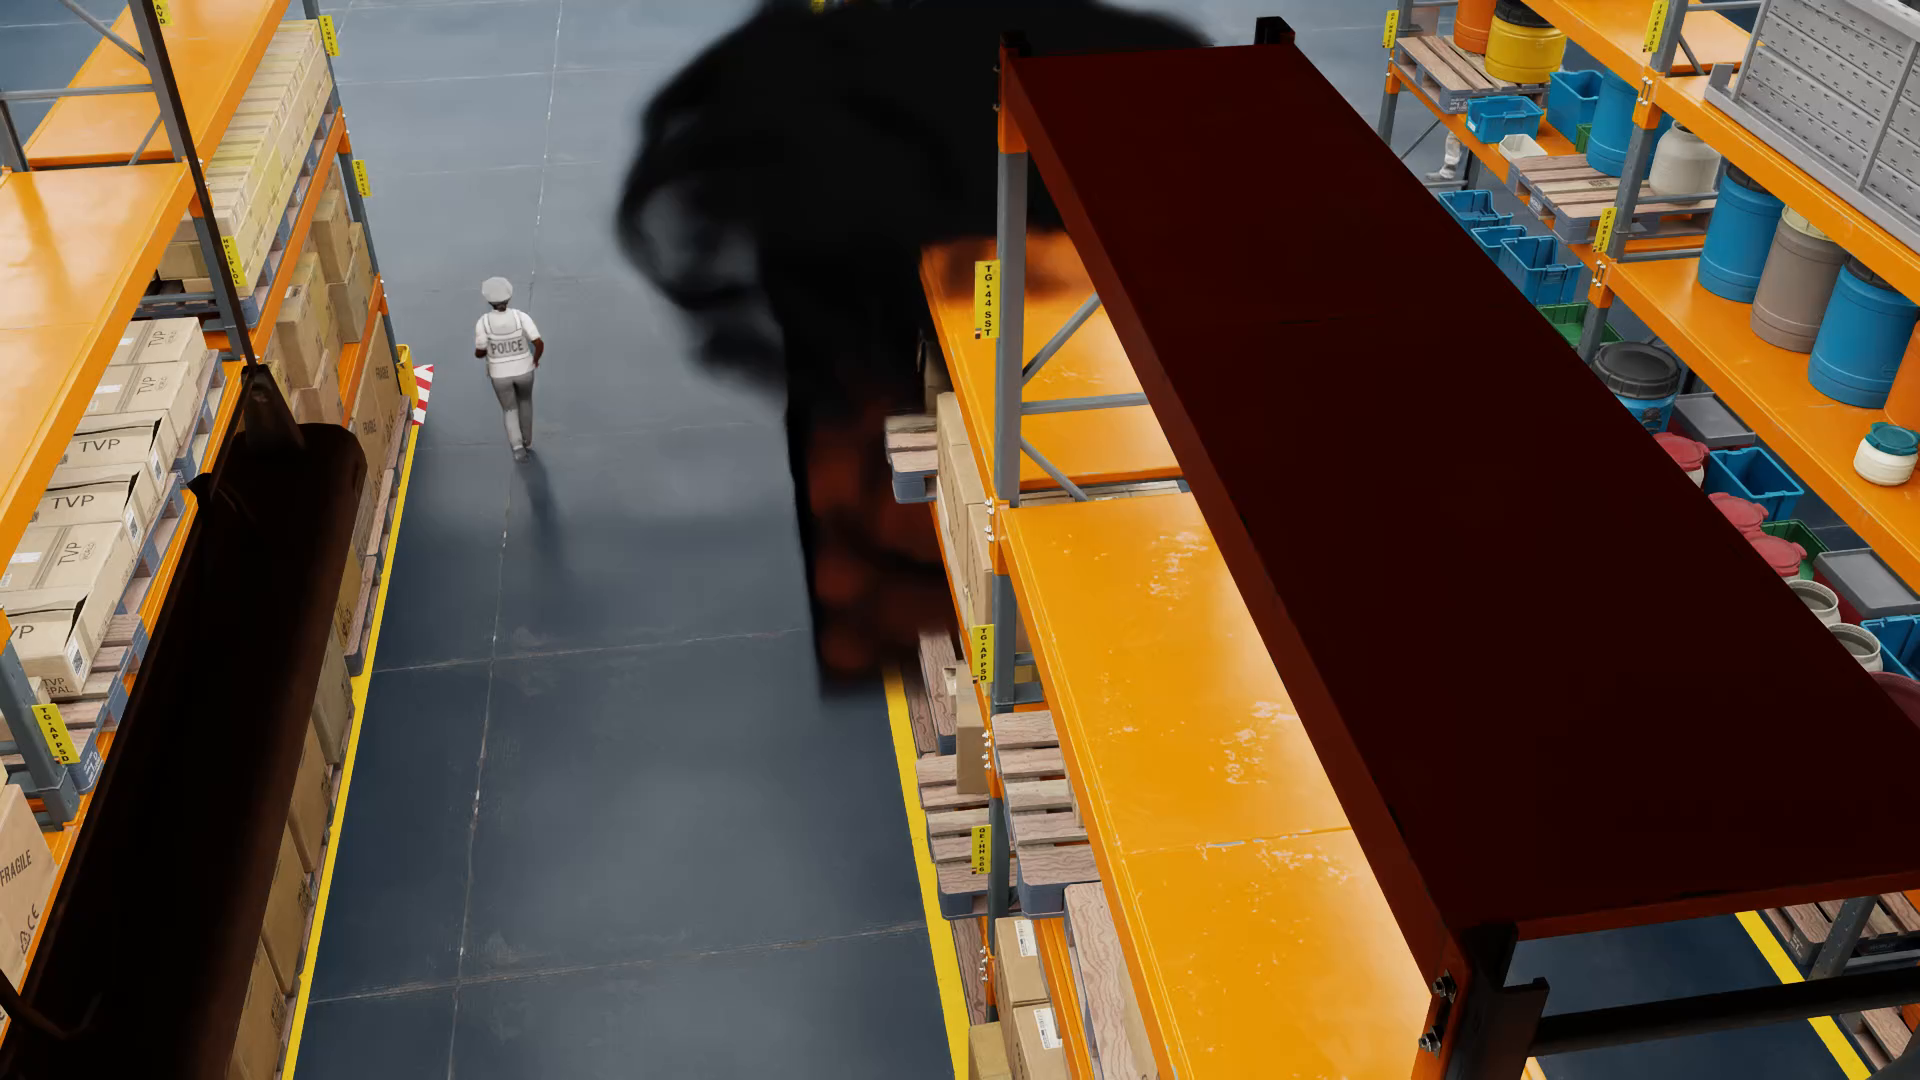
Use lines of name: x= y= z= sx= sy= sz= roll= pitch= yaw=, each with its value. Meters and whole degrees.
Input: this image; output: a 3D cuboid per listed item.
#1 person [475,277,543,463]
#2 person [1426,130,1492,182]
person: x=-3.745 y=-1.380 z=13.954 sx=0.559 sy=1.668 sz=0.756 roll=-13 pitch=38 yaw=-16
person: x=5.755 y=-4.794 z=18.478 sx=0.860 sy=1.765 sz=0.660 roll=5 pitch=37 yaw=7
